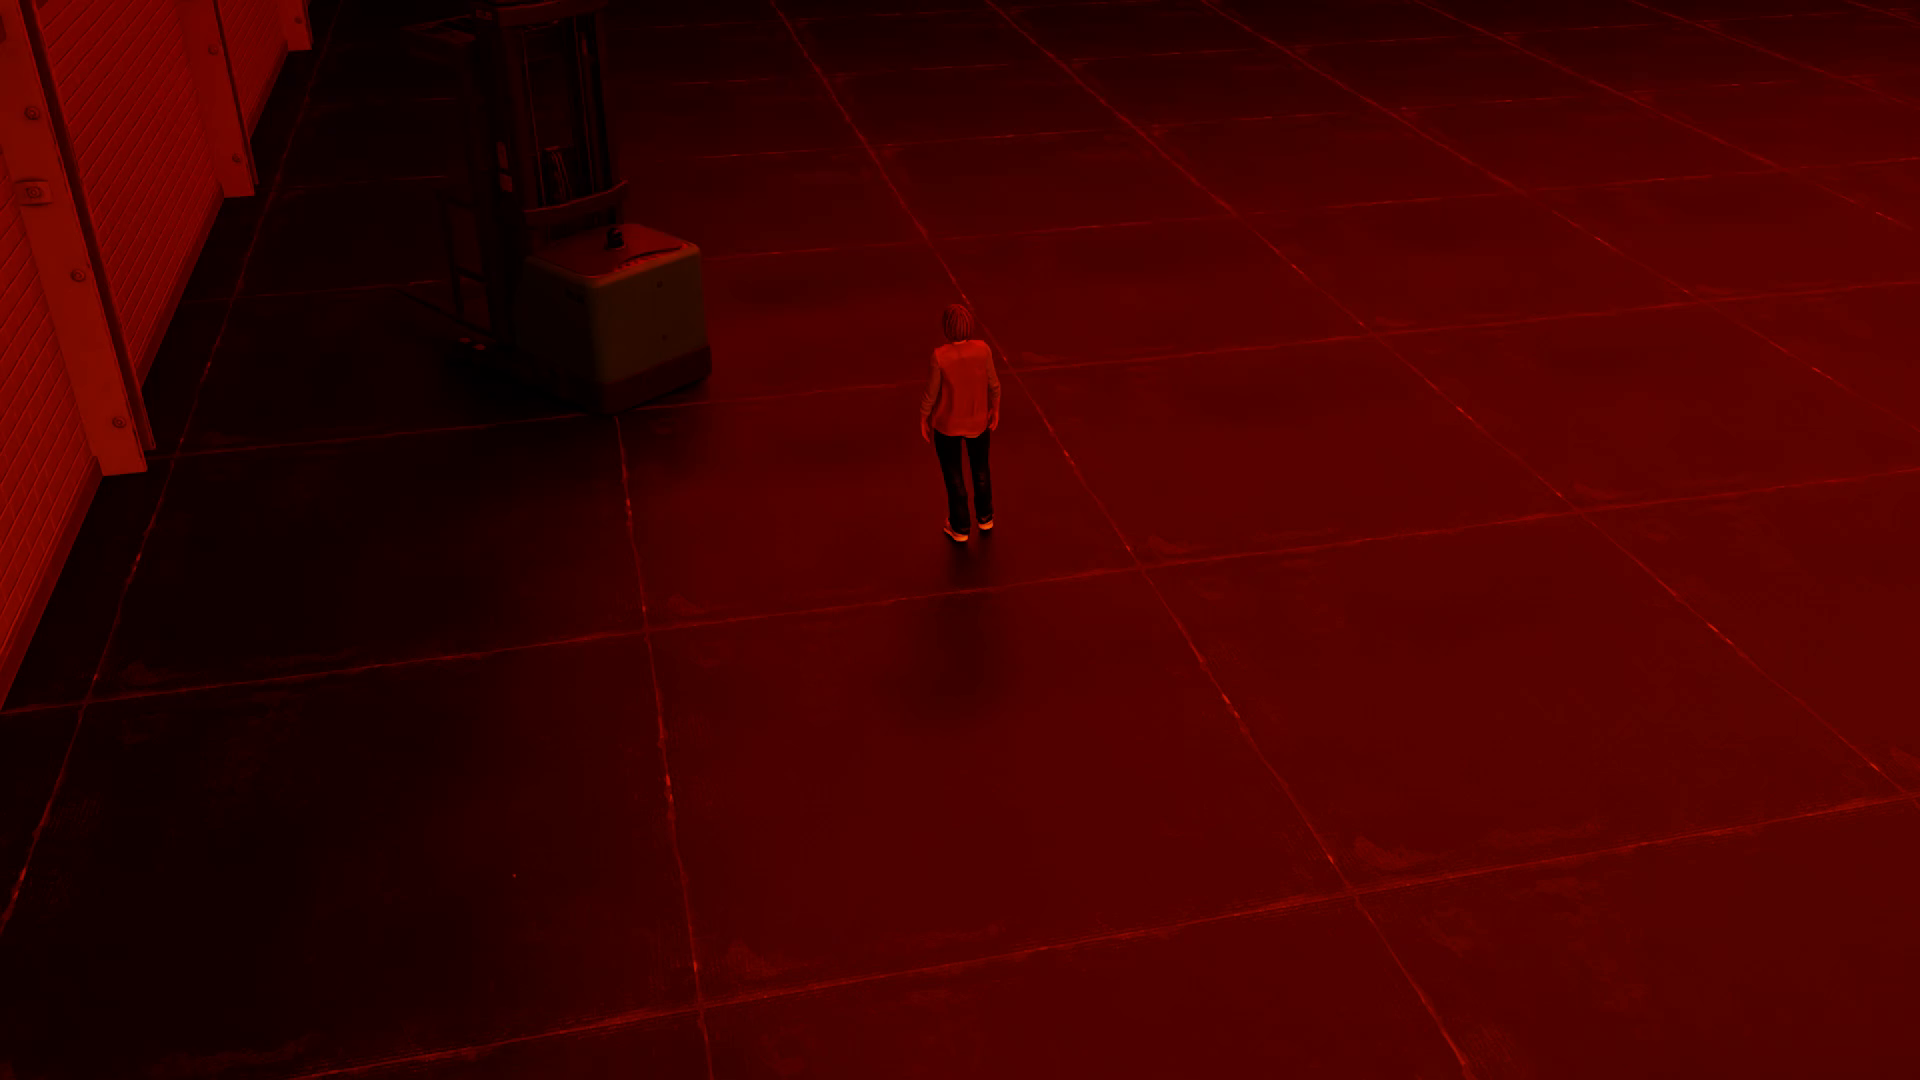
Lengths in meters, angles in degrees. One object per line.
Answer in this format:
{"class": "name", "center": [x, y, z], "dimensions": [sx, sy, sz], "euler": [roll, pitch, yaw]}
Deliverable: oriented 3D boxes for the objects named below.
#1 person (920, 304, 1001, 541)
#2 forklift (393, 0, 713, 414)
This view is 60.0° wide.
{"class": "person", "center": [-0.004, -0.735, 10.162], "dimensions": [0.521, 1.599, 0.473], "euler": [-7, 31, -12]}
{"class": "forklift", "center": [-3.306, -2.785, 12.385], "dimensions": [3.031, 2.935, 1.130], "euler": [24, 38, 35]}
